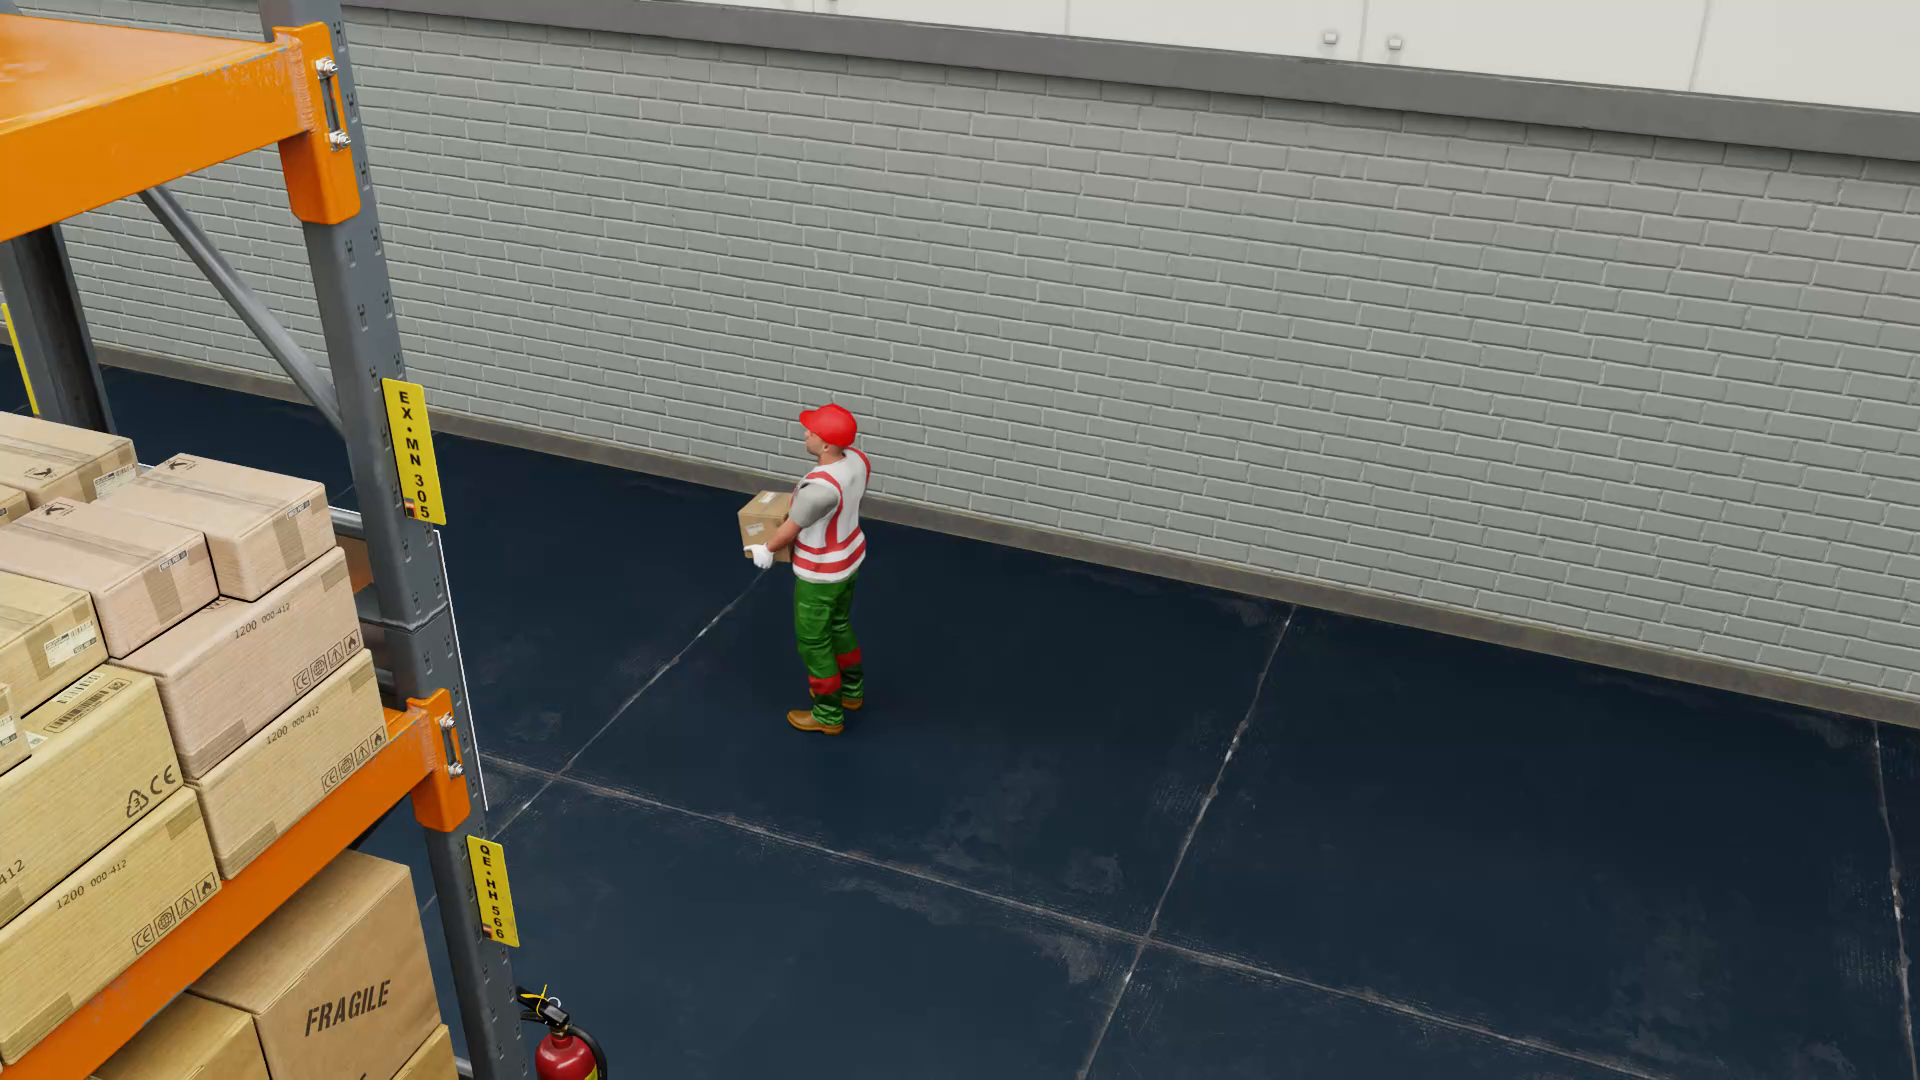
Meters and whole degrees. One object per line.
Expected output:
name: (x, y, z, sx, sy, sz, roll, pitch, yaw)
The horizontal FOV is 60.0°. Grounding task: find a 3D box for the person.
person: (-0.746, 0.119, 8.172, 0.573, 1.782, 0.494, 11, 31, 19)
